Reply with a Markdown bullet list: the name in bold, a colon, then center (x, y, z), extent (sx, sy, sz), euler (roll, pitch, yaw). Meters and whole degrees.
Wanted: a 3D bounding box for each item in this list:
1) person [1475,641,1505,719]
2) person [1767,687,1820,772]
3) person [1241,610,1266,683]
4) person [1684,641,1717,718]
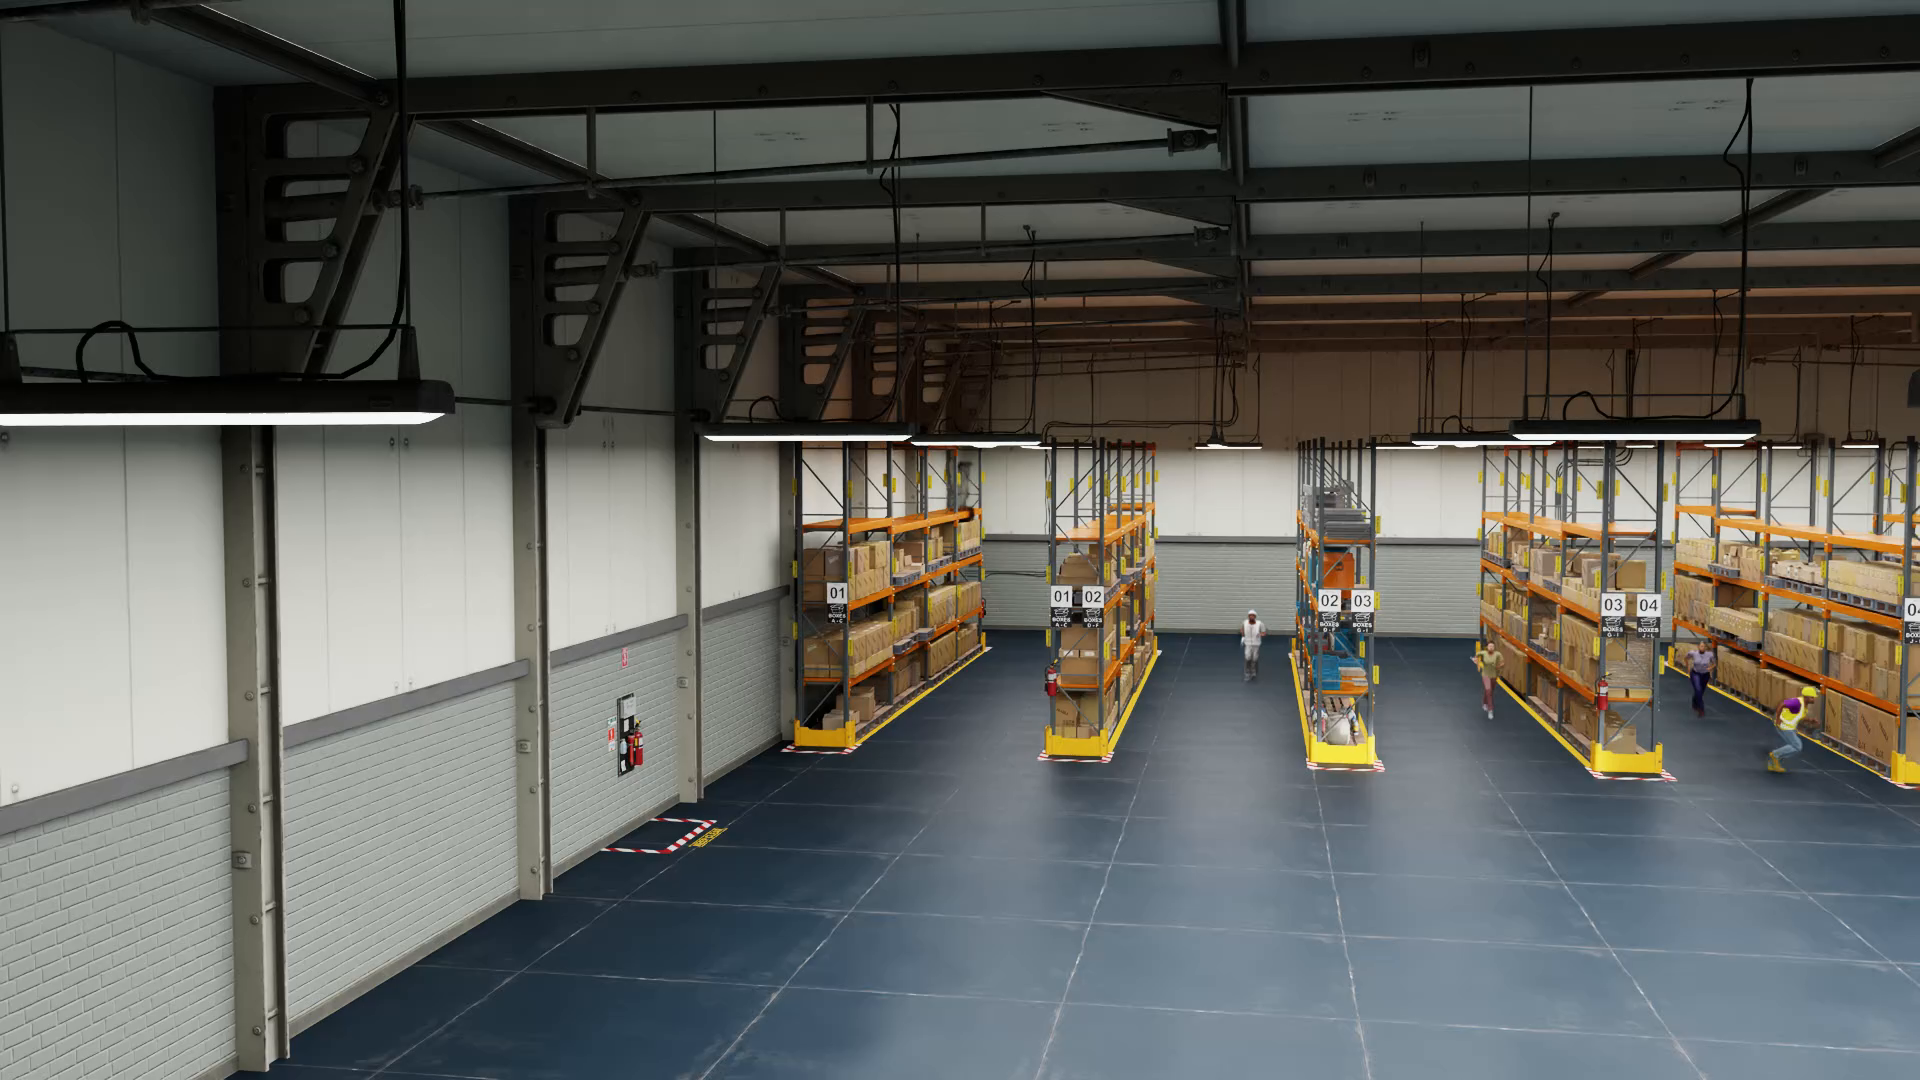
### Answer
- **person**: center (11.496, 2.996, 36.116), extent (0.579, 1.673, 1.022), euler (0, 3, 5)
- **person**: center (14.755, 3.372, 29.486), extent (0.736, 1.578, 0.835), euler (-3, 4, -44)
- **person**: center (7.324, 2.648, 41.529), extent (0.637, 1.813, 0.834), euler (1, 3, 14)
- **person**: center (16.114, 3.015, 36.230), extent (0.607, 1.640, 1.042), euler (0, 3, 7)
